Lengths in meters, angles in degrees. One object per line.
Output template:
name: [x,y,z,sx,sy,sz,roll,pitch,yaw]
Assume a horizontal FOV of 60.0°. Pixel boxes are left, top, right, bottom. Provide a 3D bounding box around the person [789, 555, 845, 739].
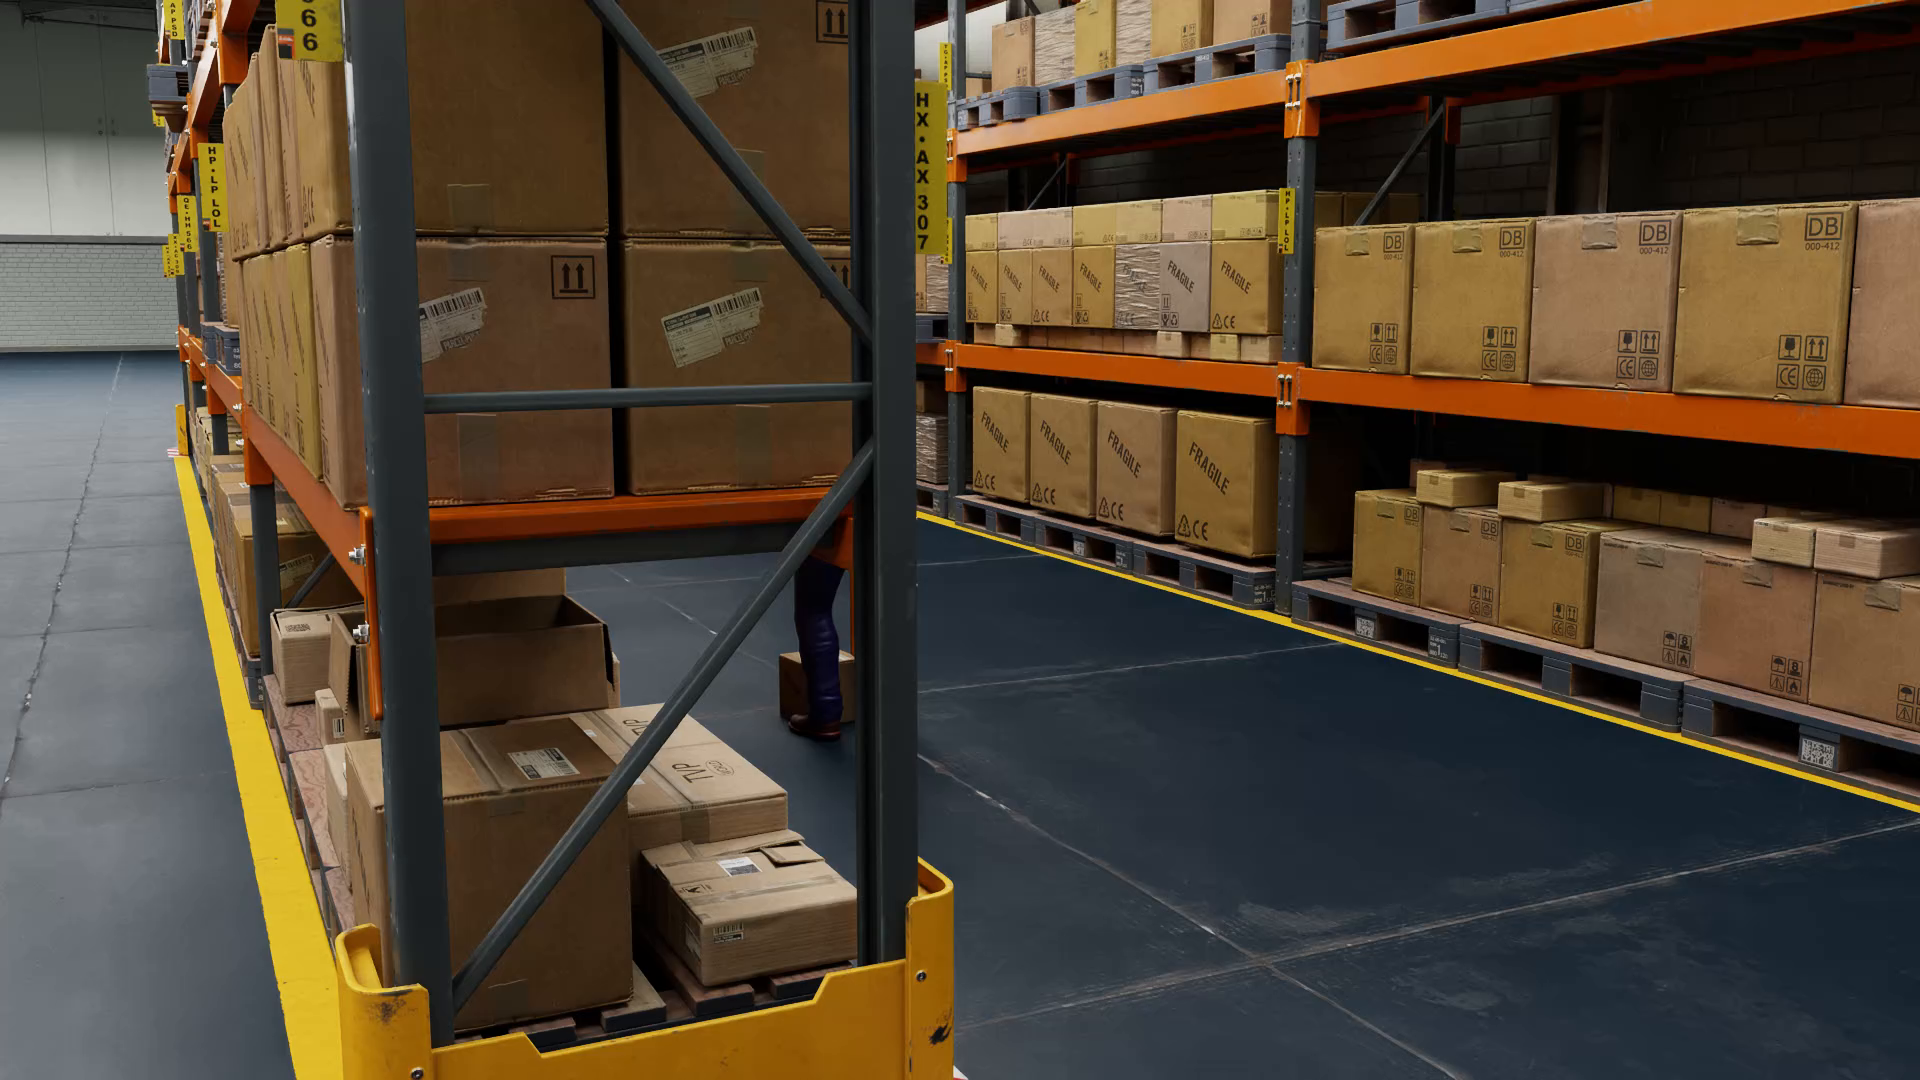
person: [-0.430,-0.073,6.353,0.559,1.652,0.364,-5,10,-28]
